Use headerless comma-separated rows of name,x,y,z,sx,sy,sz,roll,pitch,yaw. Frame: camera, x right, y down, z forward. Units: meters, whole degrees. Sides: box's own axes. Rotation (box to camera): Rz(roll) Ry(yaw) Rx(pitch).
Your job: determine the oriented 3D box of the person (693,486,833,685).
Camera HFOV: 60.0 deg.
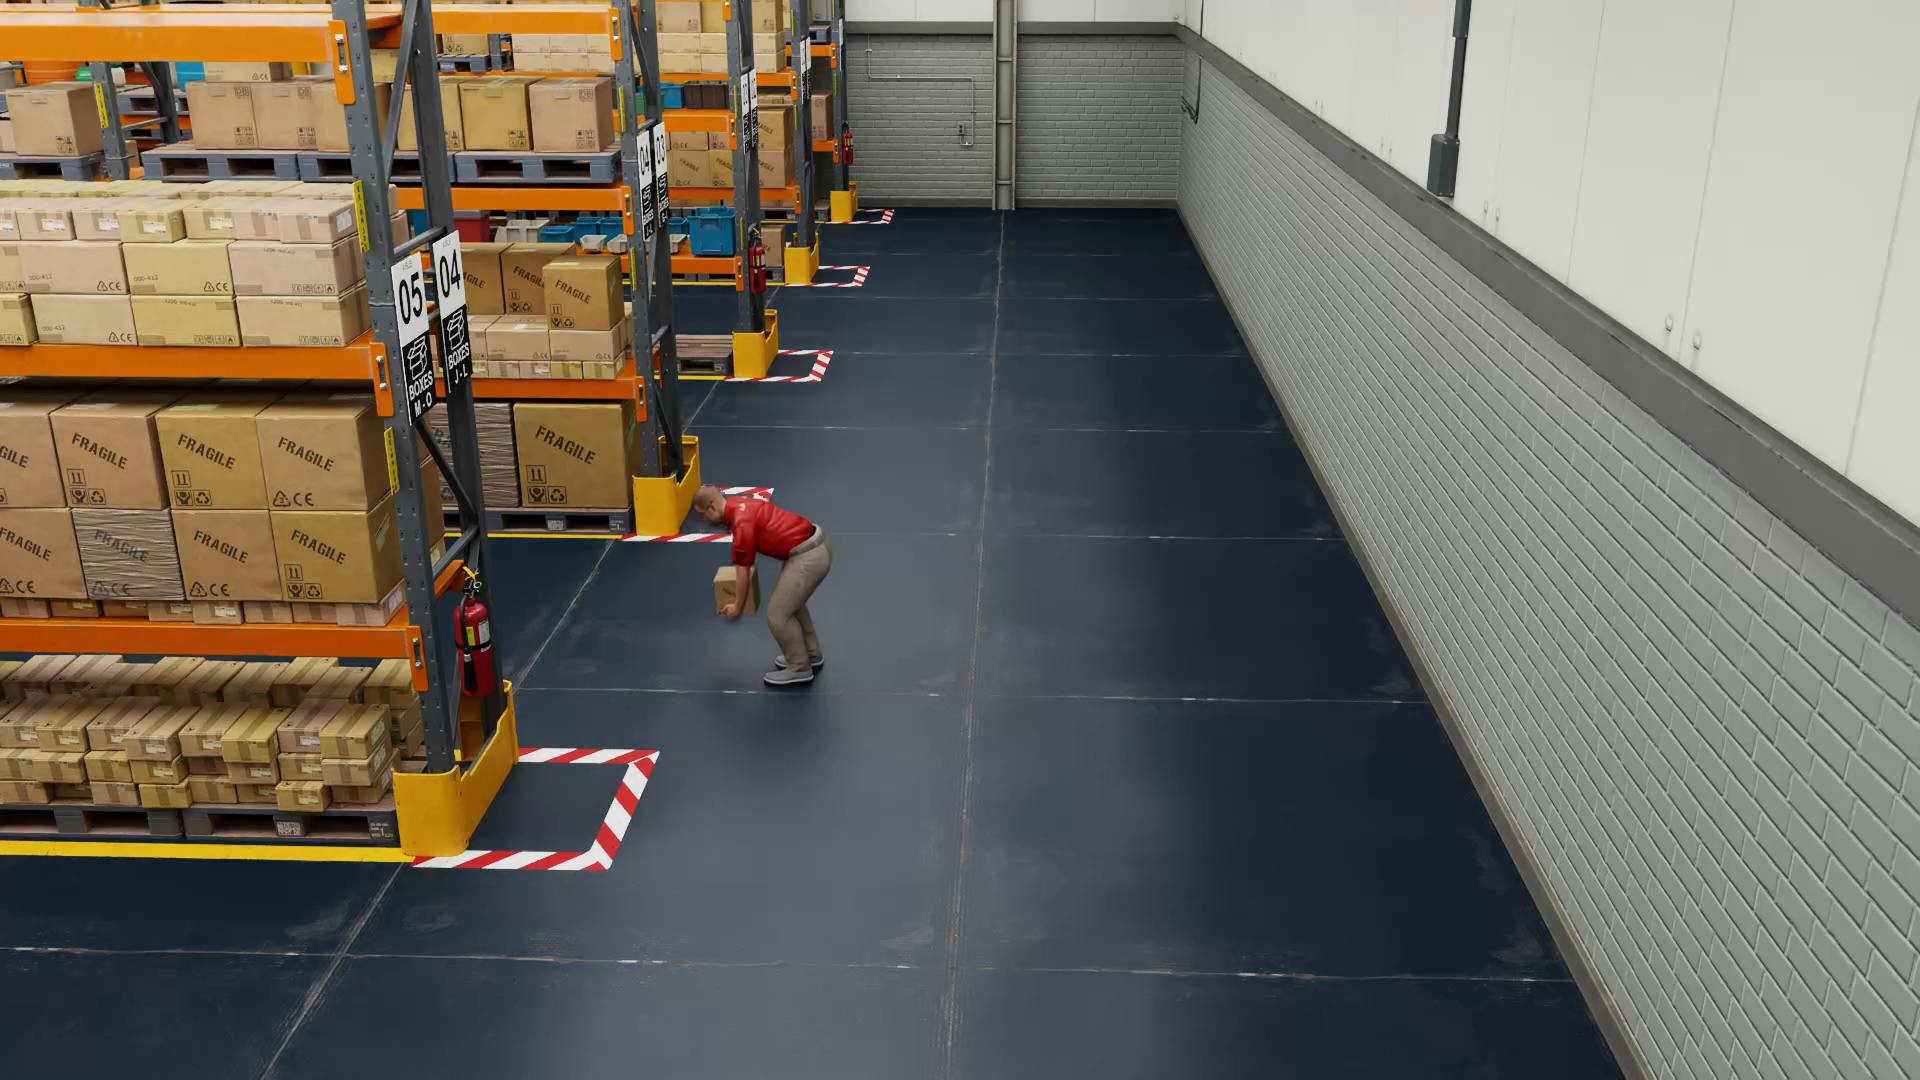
person,-1.277,0.280,10.933,0.883,1.330,0.496,0,21,0
